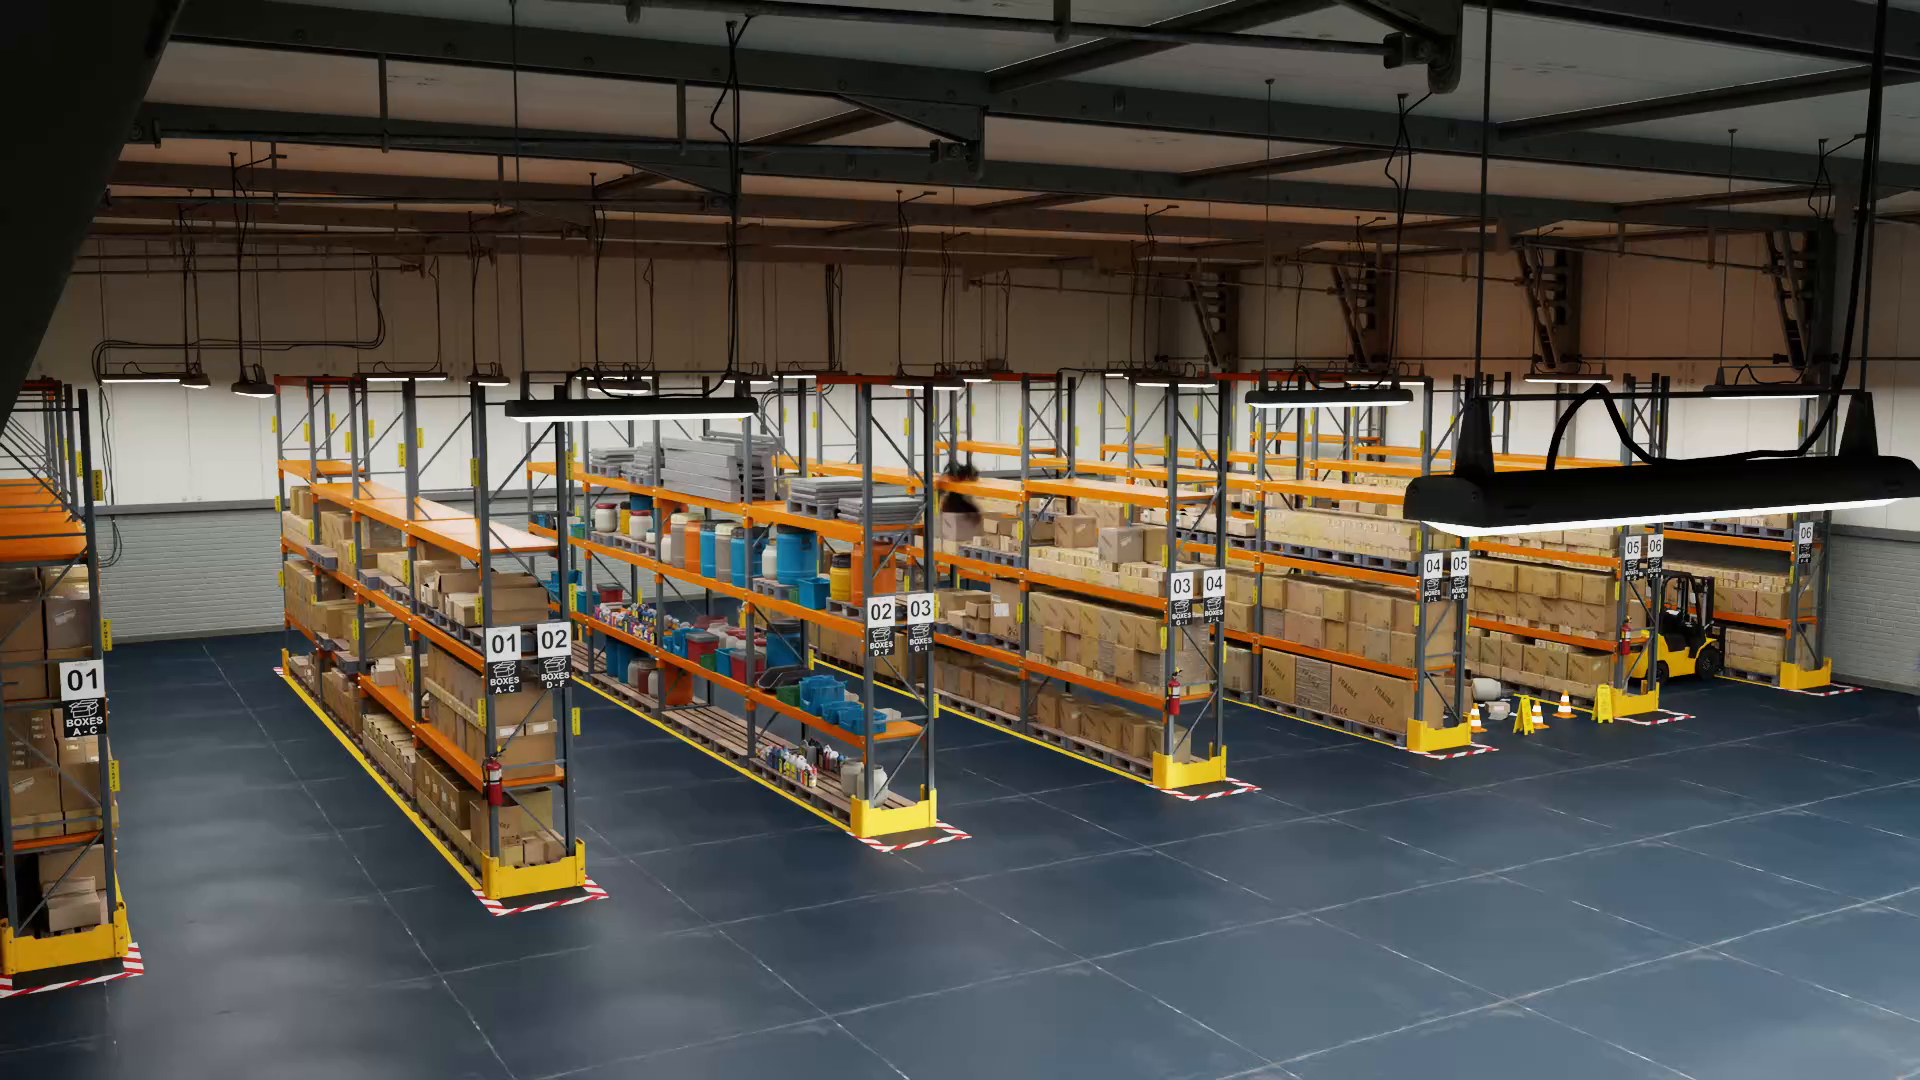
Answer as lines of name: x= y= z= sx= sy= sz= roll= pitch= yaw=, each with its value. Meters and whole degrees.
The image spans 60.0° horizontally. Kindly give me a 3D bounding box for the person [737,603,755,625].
person: x=-4.988 y=1.171 z=39.268 sx=0.551 sy=1.723 sz=0.682 roll=-2 pitch=7 yaw=-21
